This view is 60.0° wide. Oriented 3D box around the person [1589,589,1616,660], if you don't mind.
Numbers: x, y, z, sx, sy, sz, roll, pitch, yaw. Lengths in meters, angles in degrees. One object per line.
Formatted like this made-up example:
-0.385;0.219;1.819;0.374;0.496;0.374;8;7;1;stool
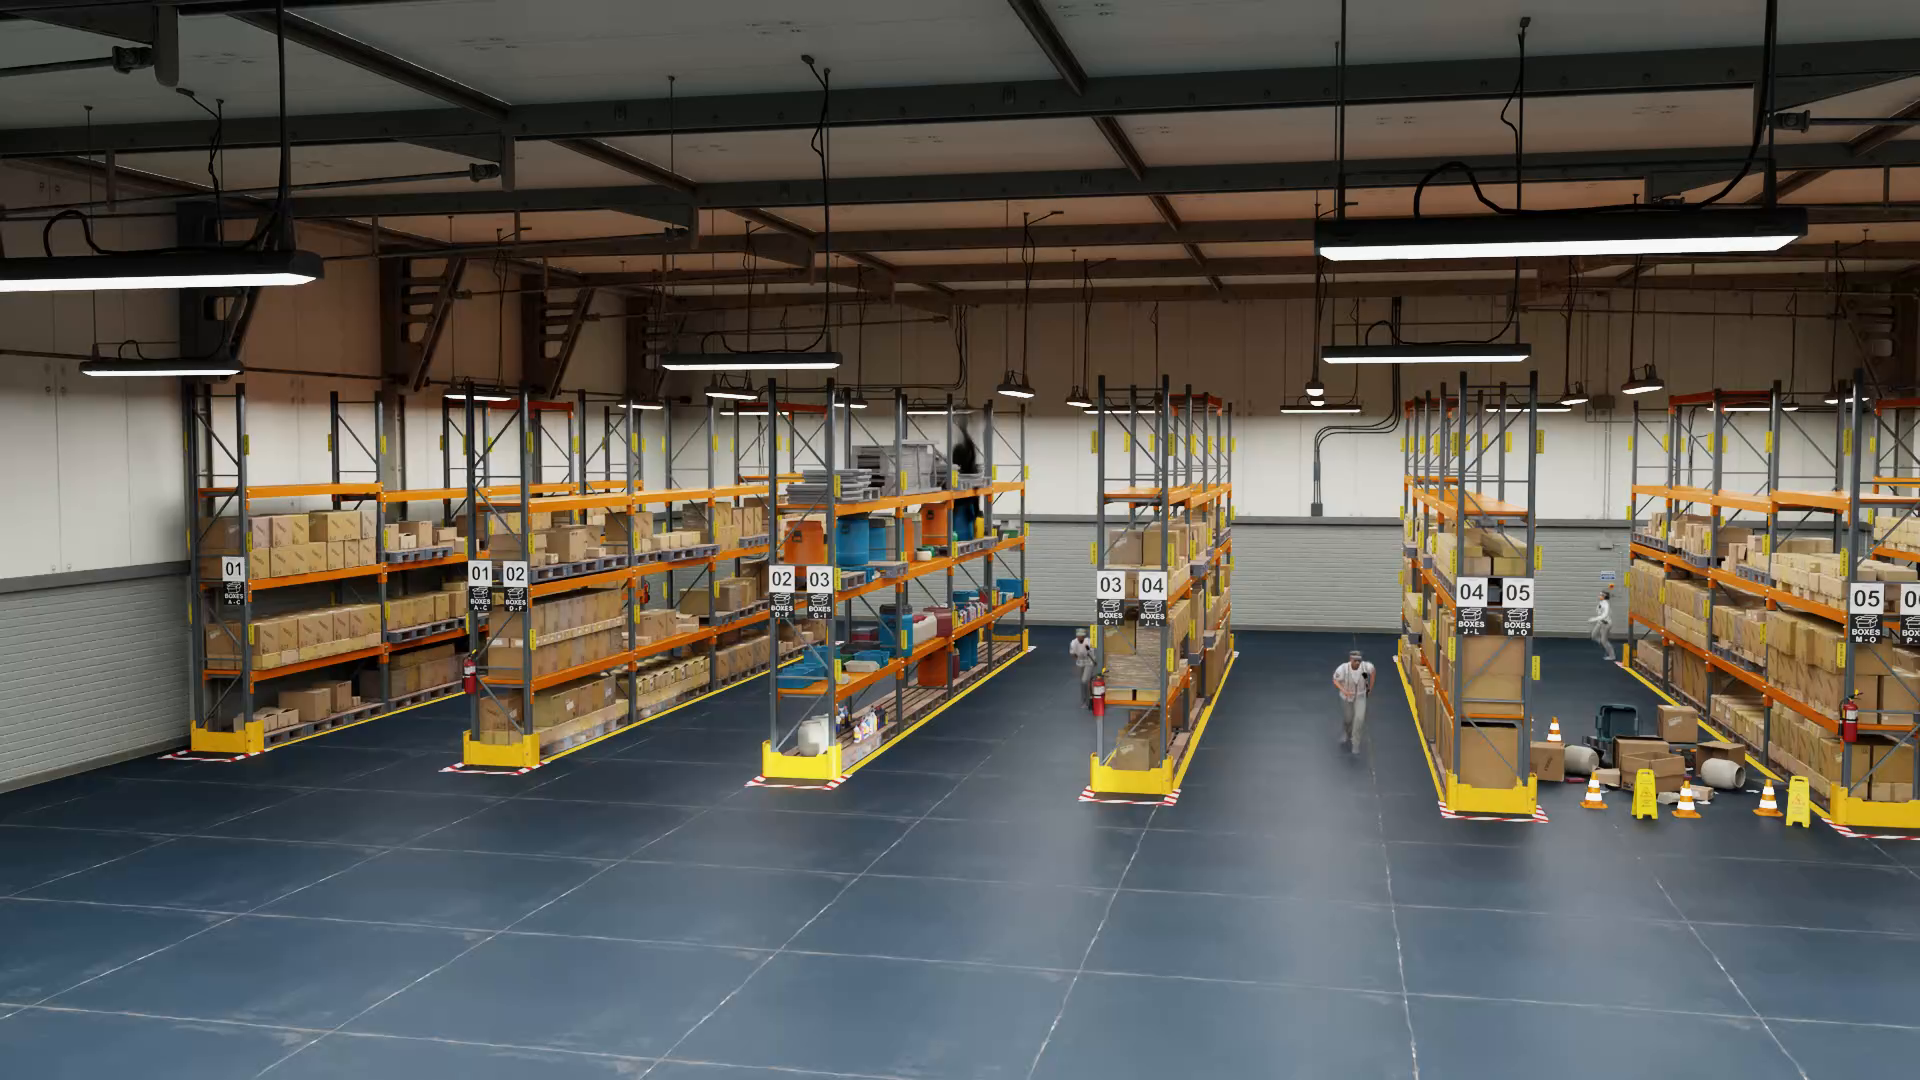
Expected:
14.952;1.960;38.717;0.634;1.645;0.597;1;3;11;person

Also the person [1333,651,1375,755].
6.451;2.633;27.336;0.703;1.716;1.025;0;3;2;person

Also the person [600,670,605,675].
-7.154;2.308;32.843;0.597;1.635;0.552;1;3;9;person

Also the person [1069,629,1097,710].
2.394;2.445;31.615;0.574;1.598;0.960;1;3;20;person
